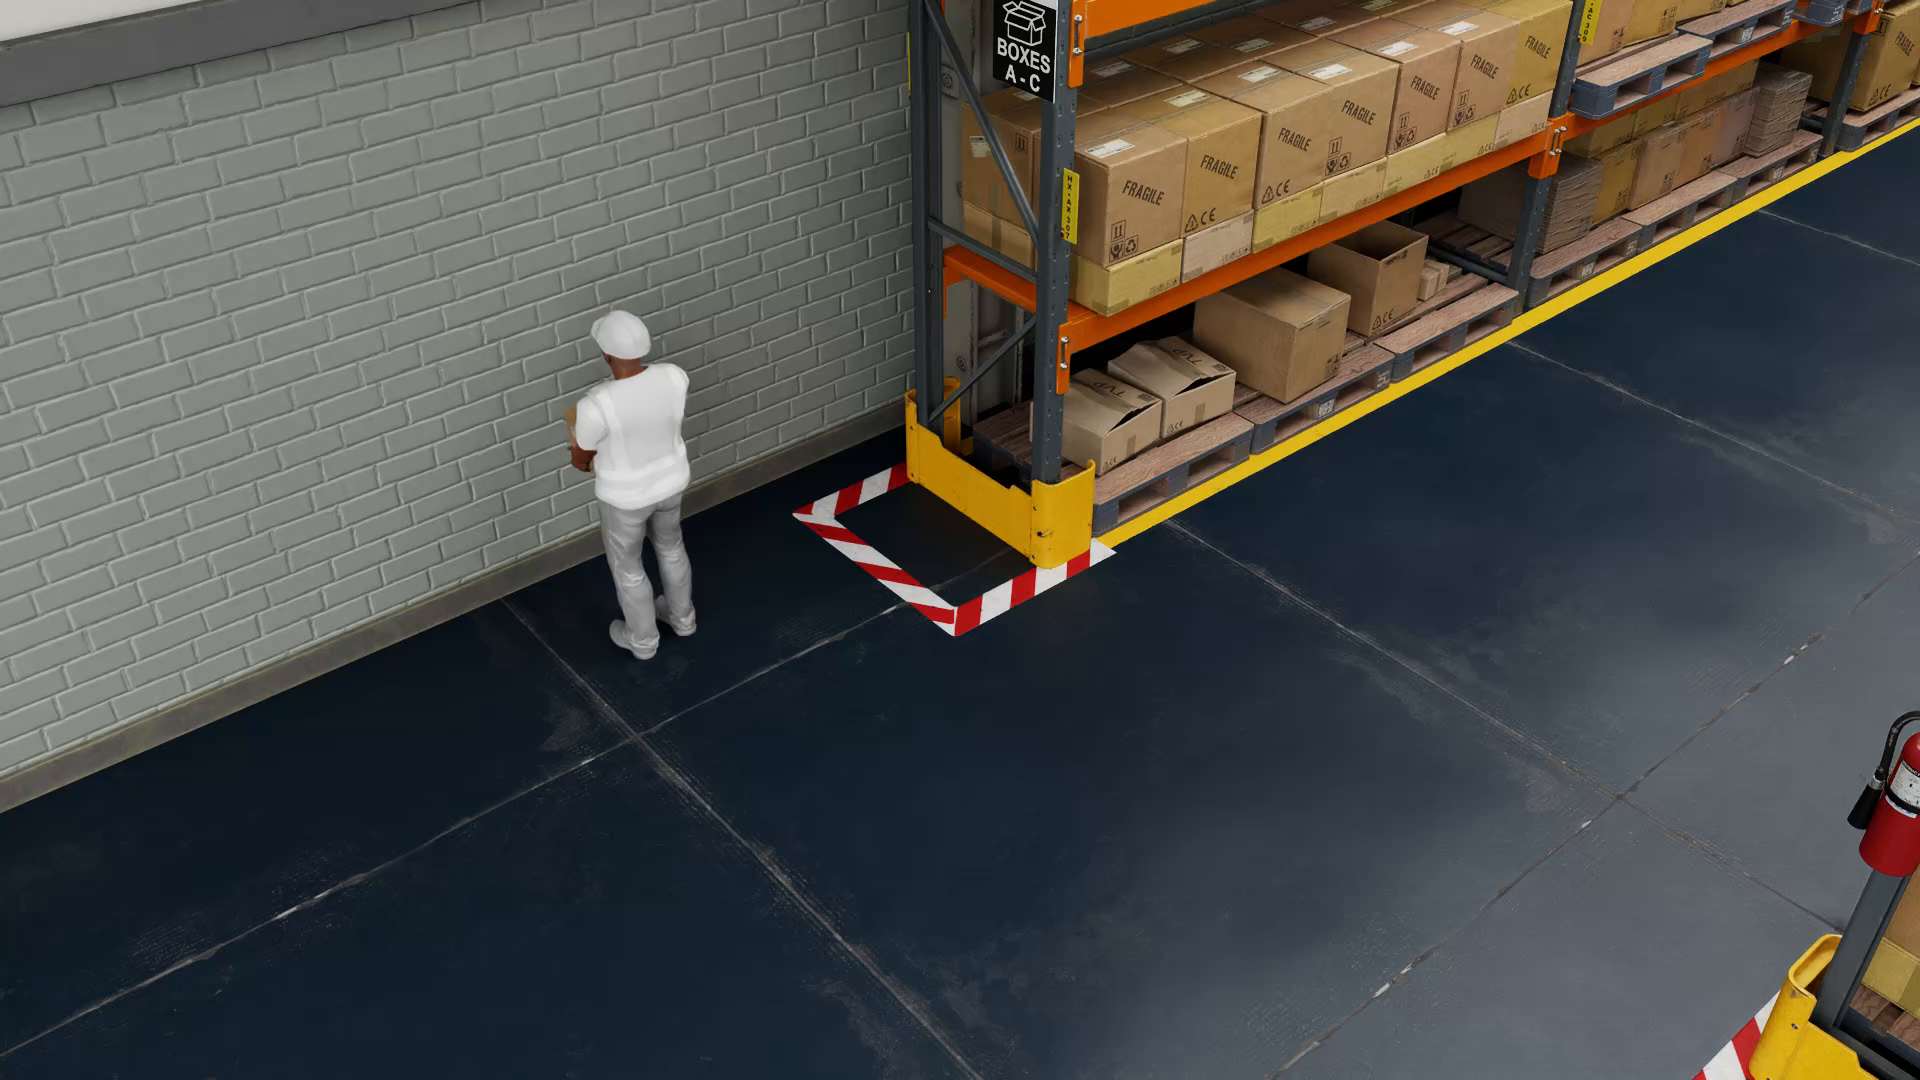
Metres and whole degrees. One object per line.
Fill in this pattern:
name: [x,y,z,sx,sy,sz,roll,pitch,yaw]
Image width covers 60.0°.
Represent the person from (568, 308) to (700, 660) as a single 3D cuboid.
person: [-1.477,-0.282,7.449,0.535,1.769,0.560,-26,43,-32]
